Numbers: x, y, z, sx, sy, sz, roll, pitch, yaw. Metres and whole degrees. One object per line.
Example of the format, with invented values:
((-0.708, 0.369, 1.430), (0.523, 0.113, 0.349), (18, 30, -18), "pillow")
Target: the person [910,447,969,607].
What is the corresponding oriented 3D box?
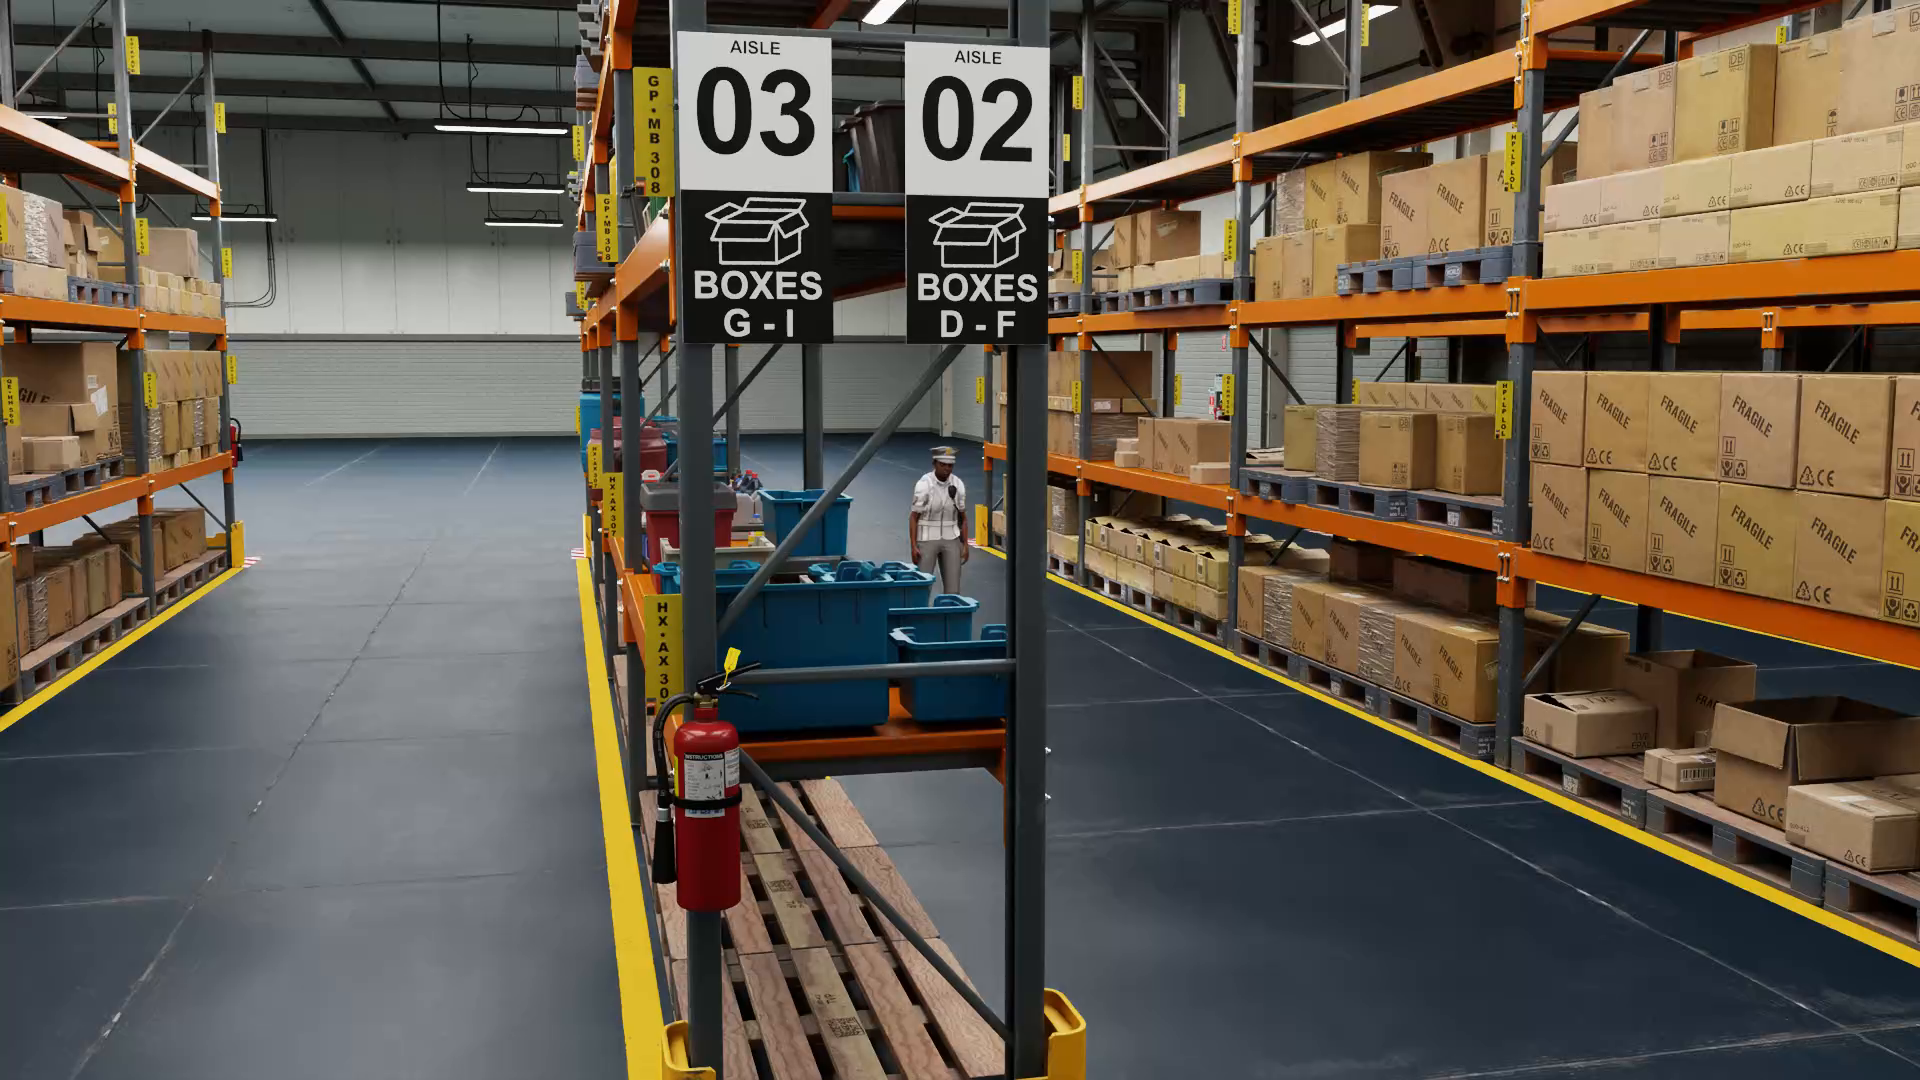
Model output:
((-0.182, 0.057, 13.639), (0.532, 1.664, 0.392), (-2, 7, -17), "person")
